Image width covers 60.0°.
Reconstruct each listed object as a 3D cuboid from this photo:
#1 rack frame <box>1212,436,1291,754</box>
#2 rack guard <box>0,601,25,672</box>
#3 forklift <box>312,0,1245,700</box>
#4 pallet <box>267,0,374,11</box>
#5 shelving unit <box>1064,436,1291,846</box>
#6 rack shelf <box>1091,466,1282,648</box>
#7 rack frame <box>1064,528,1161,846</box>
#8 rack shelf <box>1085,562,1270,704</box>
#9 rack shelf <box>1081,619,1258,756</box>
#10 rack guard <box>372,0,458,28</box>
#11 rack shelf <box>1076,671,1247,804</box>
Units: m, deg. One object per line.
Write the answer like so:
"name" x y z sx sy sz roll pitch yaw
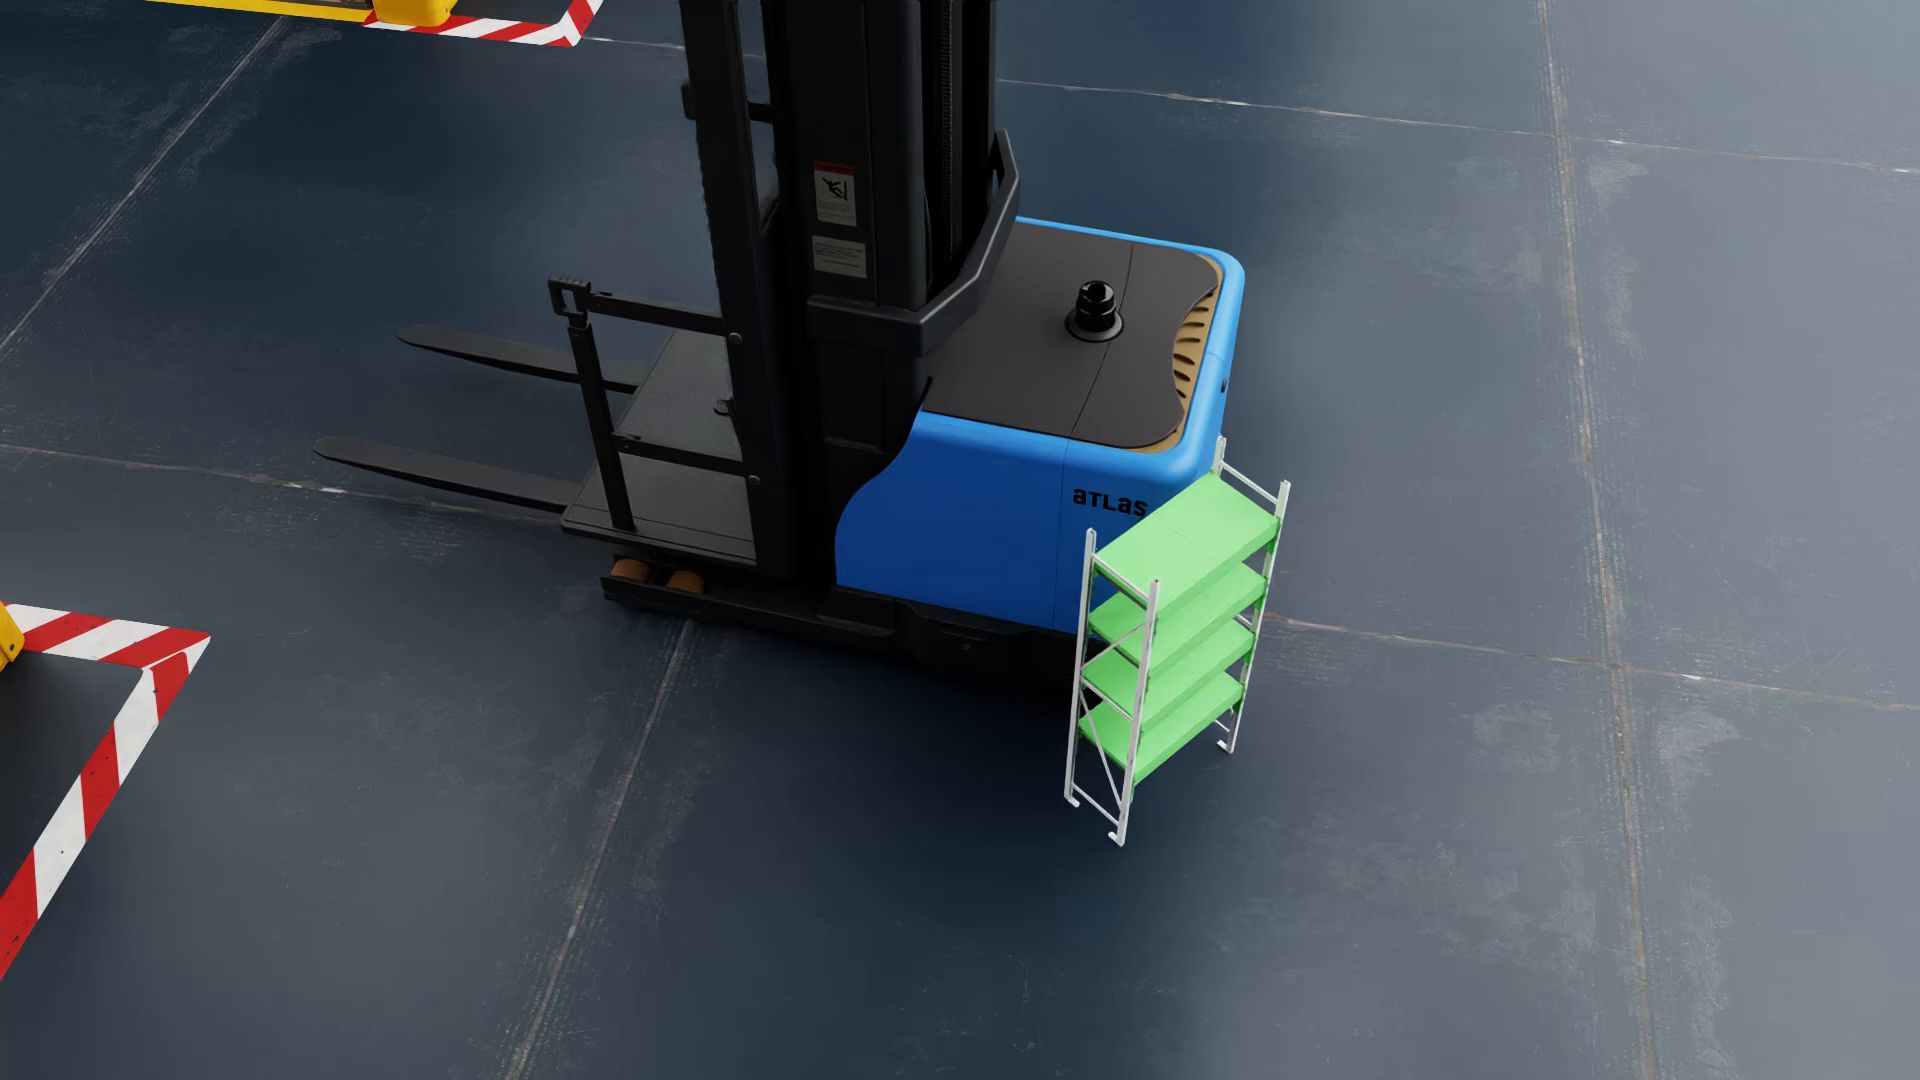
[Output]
"rack frame" 0.762 0.194 4.768 0.015 1.200 0.240 -34 57 -27
"rack guard" -3.326 0.543 4.926 0.348 0.500 1.175 8 49 7
"forklift" -0.687 -1.087 4.756 3.031 2.935 1.130 11 49 10
"pallet" -3.347 -3.076 8.372 1.213 0.211 1.003 8 49 7
"shelving unit" 0.582 0.317 4.658 0.503 1.200 0.258 -34 57 -27
"rack shelf" 0.583 0.039 4.348 0.480 0.148 0.258 -34 57 -27
"rack frame" 0.402 0.440 4.548 0.015 1.200 0.240 -34 57 -27
"rack shelf" 0.582 0.199 4.527 0.480 0.148 0.258 -34 57 -27
"rack shelf" 0.582 0.360 4.706 0.480 0.148 0.258 -34 57 -27
"rack guard" -2.549 -3.061 8.164 0.348 0.500 1.175 8 49 7
"rack shelf" 0.582 0.520 4.885 0.480 0.148 0.258 -34 57 -27
